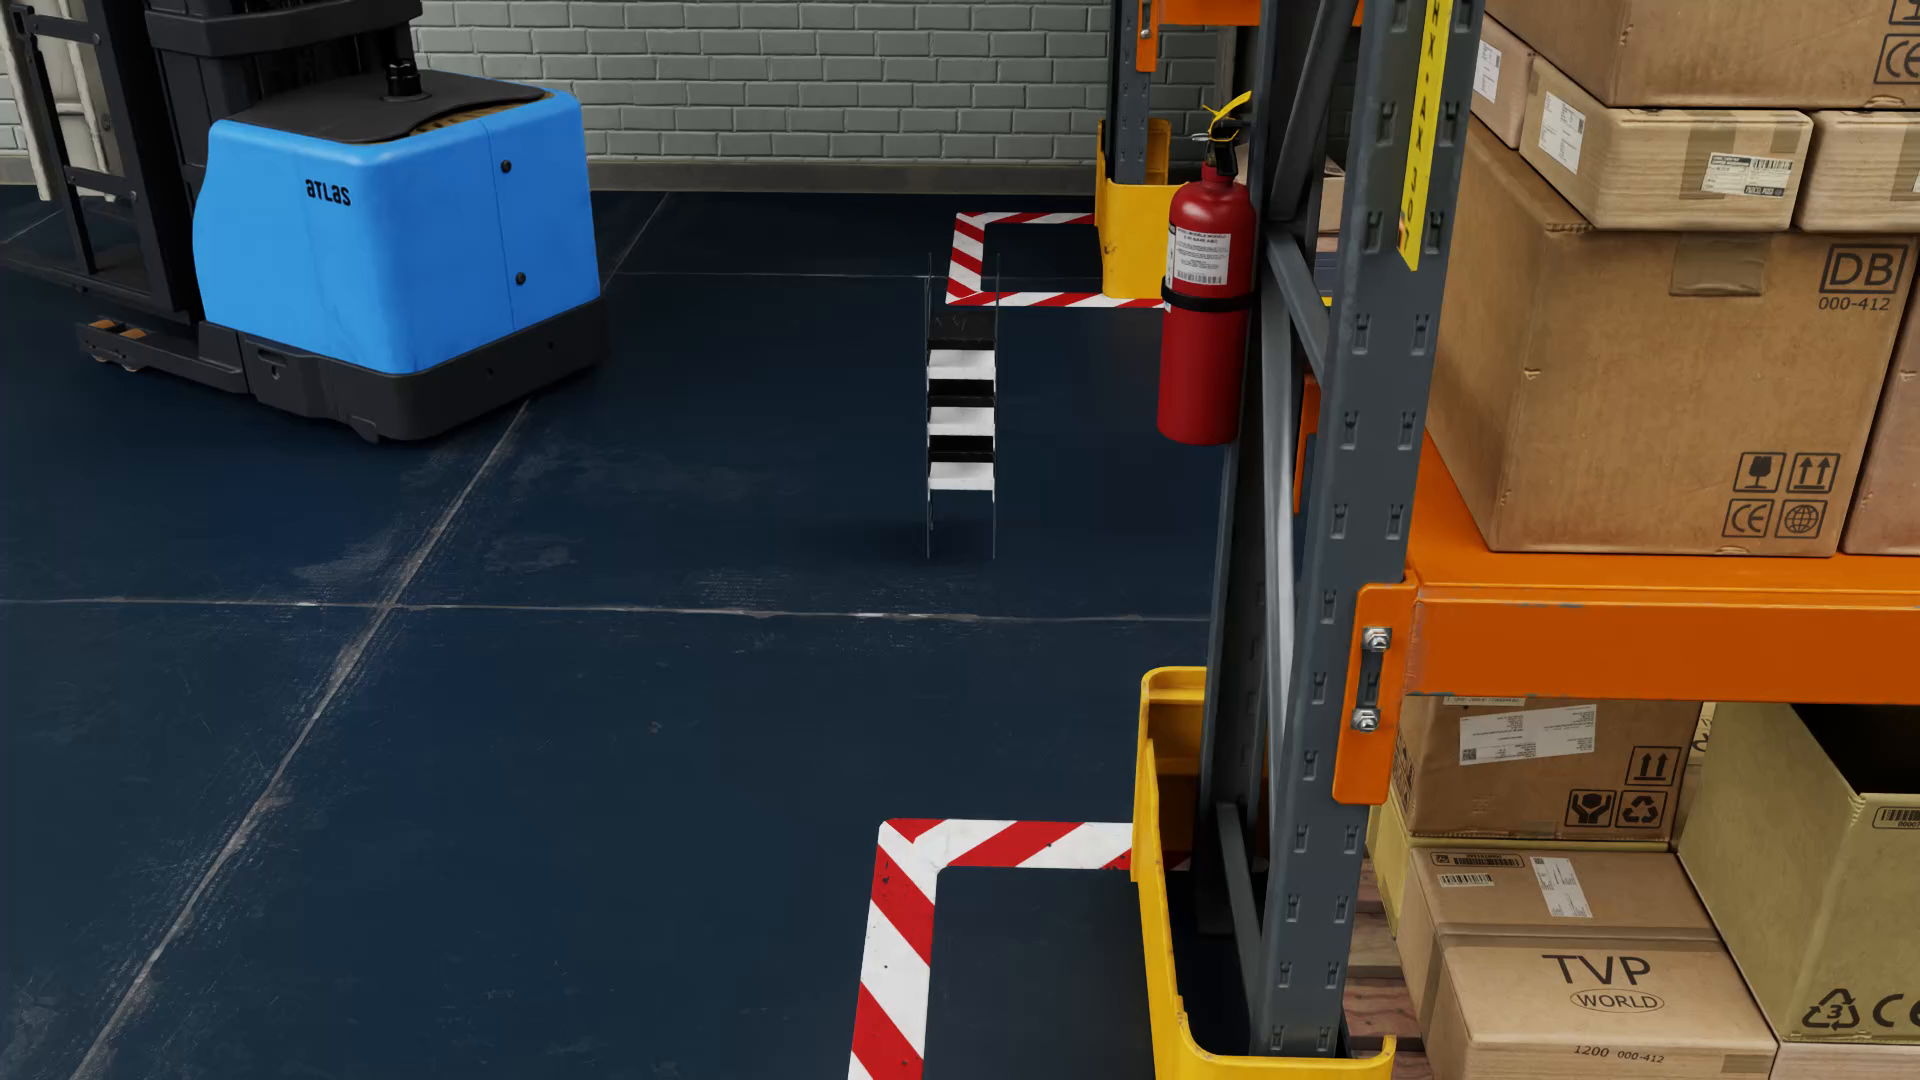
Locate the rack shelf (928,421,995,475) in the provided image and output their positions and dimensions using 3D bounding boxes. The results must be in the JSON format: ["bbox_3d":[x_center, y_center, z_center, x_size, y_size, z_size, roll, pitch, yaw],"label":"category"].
[{"bbox_3d":[0.008,-0.288,5.097,0.200,0.077,0.258,1,28,2],"label":"rack shelf"}]

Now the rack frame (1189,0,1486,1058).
[{"bbox_3d":[0.571,-0.329,2.668,0.127,3.000,1.000,1,28,2],"label":"rack frame"}]

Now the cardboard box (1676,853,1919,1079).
[{"bbox_3d":[1.599,0.820,2.988,0.500,0.250,0.500,1,28,2],"label":"cardboard box"}]

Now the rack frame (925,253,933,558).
[{"bbox_3d":[-0.093,-0.399,5.042,0.006,0.900,0.240,1,28,2],"label":"rack frame"}]

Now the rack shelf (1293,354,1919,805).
[{"bbox_3d":[2.570,0.022,2.774,4.000,0.370,1.077,1,28,2],"label":"rack shelf"}]

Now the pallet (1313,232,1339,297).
[{"bbox_3d":[1.629,-1.385,7.637,1.213,0.211,1.003,1,28,2],"label":"pallet"}]

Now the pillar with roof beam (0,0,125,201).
[{"bbox_3d":[-4.676,-3.776,2.765,0.400,9.000,9.100,1,28,2],"label":"pillar with roof beam"}]

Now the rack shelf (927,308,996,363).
[{"bbox_3d":[0.008,-0.607,4.928,0.200,0.077,0.258,1,28,2],"label":"rack shelf"}]

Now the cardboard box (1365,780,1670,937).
[{"bbox_3d":[1.118,0.571,3.458,0.500,0.250,0.500,1,28,2],"label":"cardboard box"}]

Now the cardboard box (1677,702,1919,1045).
[{"bbox_3d":[1.599,0.489,2.811,0.500,0.500,0.500,1,28,2],"label":"cardboard box"}]

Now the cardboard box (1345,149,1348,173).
[{"bbox_3d":[2.000,-1.591,7.450,0.500,0.311,0.500,3,28,6],"label":"cardboard box"}]

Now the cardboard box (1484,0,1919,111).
[{"bbox_3d":[1.090,-0.932,2.313,0.500,0.500,0.700,1,28,2],"label":"cardboard box"}]

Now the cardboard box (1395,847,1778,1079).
[{"bbox_3d":[1.099,0.813,3.001,0.500,0.250,0.500,1,28,2],"label":"cardboard box"}]

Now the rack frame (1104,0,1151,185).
[{"bbox_3d":[0.742,-2.648,7.042,0.127,3.000,1.000,1,28,2],"label":"rack frame"}]

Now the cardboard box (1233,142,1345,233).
[{"bbox_3d":[1.431,-1.601,7.468,0.500,0.311,0.500,-2,28,-4],"label":"cardboard box"}]

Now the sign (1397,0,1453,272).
[{"bbox_3d":[0.546,-0.487,1.957,0.005,0.325,0.100,1,28,2],"label":"sign"}]

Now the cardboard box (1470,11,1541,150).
[{"bbox_3d":[0.960,-0.743,2.649,0.250,0.149,0.380,0,28,1],"label":"cardboard box"}]

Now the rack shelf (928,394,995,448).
[{"bbox_3d":[0.008,-0.368,5.055,0.200,0.077,0.258,1,28,2],"label":"rack shelf"}]

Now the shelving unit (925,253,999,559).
[{"bbox_3d":[0.008,-0.397,5.039,0.210,0.900,0.258,1,28,2],"label":"shelving unit"}]

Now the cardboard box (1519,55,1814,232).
[{"bbox_3d":[0.956,-0.553,2.290,0.250,0.149,0.380,1,28,1],"label":"cardboard box"}]

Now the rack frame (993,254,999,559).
[{"bbox_3d":[0.110,-0.396,5.036,0.006,0.900,0.240,1,28,2],"label":"rack frame"}]

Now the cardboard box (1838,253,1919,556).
[{"bbox_3d":[1.562,-0.353,2.607,0.500,0.500,0.700,2,28,3],"label":"cardboard box"}]

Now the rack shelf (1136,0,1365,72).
[{"bbox_3d":[2.741,-2.297,7.148,4.000,0.370,1.077,1,28,2],"label":"rack shelf"}]

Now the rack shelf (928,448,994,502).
[{"bbox_3d":[0.008,-0.209,5.139,0.200,0.077,0.258,1,28,2],"label":"rack shelf"}]

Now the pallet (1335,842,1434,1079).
[{"bbox_3d":[1.337,0.896,3.334,1.213,0.211,1.003,1,28,2],"label":"pallet"}]

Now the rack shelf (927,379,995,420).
[{"bbox_3d":[0.008,-0.448,5.012,0.200,0.077,0.258,1,28,2],"label":"rack shelf"}]

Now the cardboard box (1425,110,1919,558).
[{"bbox_3d":[1.037,-0.360,2.619,0.500,0.500,0.700,1,28,2],"label":"cardboard box"}]

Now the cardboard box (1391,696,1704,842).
[{"bbox_3d":[1.118,0.238,3.284,0.500,0.500,0.500,1,28,2],"label":"cardboard box"}]

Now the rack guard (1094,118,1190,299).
[{"bbox_3d":[0.818,-1.542,7.625,0.348,0.500,1.175,1,28,2],"label":"rack guard"}]

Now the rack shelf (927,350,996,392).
[{"bbox_3d":[0.008,-0.527,4.970,0.200,0.077,0.258,1,28,2],"label":"rack shelf"}]

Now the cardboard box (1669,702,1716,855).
[{"bbox_3d":[1.618,0.573,3.453,0.500,0.250,0.500,1,28,2],"label":"cardboard box"}]

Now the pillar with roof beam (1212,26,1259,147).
[{"bbox_3d":[1.320,-3.677,2.578,0.400,9.000,9.100,1,28,2],"label":"pillar with roof beam"}]

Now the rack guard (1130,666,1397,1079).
[{"bbox_3d":[0.547,0.775,3.254,0.348,0.500,1.175,1,28,2],"label":"rack guard"}]

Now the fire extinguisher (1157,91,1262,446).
[{"bbox_3d":[0.469,-0.514,3.100,0.183,0.674,0.296,1,28,2],"label":"fire extinguisher"}]

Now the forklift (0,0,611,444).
[{"bbox_3d":[-2.879,-2.140,6.157,3.031,2.935,1.130,16,32,28],"label":"forklift"}]

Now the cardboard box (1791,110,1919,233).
[{"bbox_3d":[1.220,-0.549,2.285,0.250,0.149,0.380,0,28,0],"label":"cardboard box"}]
